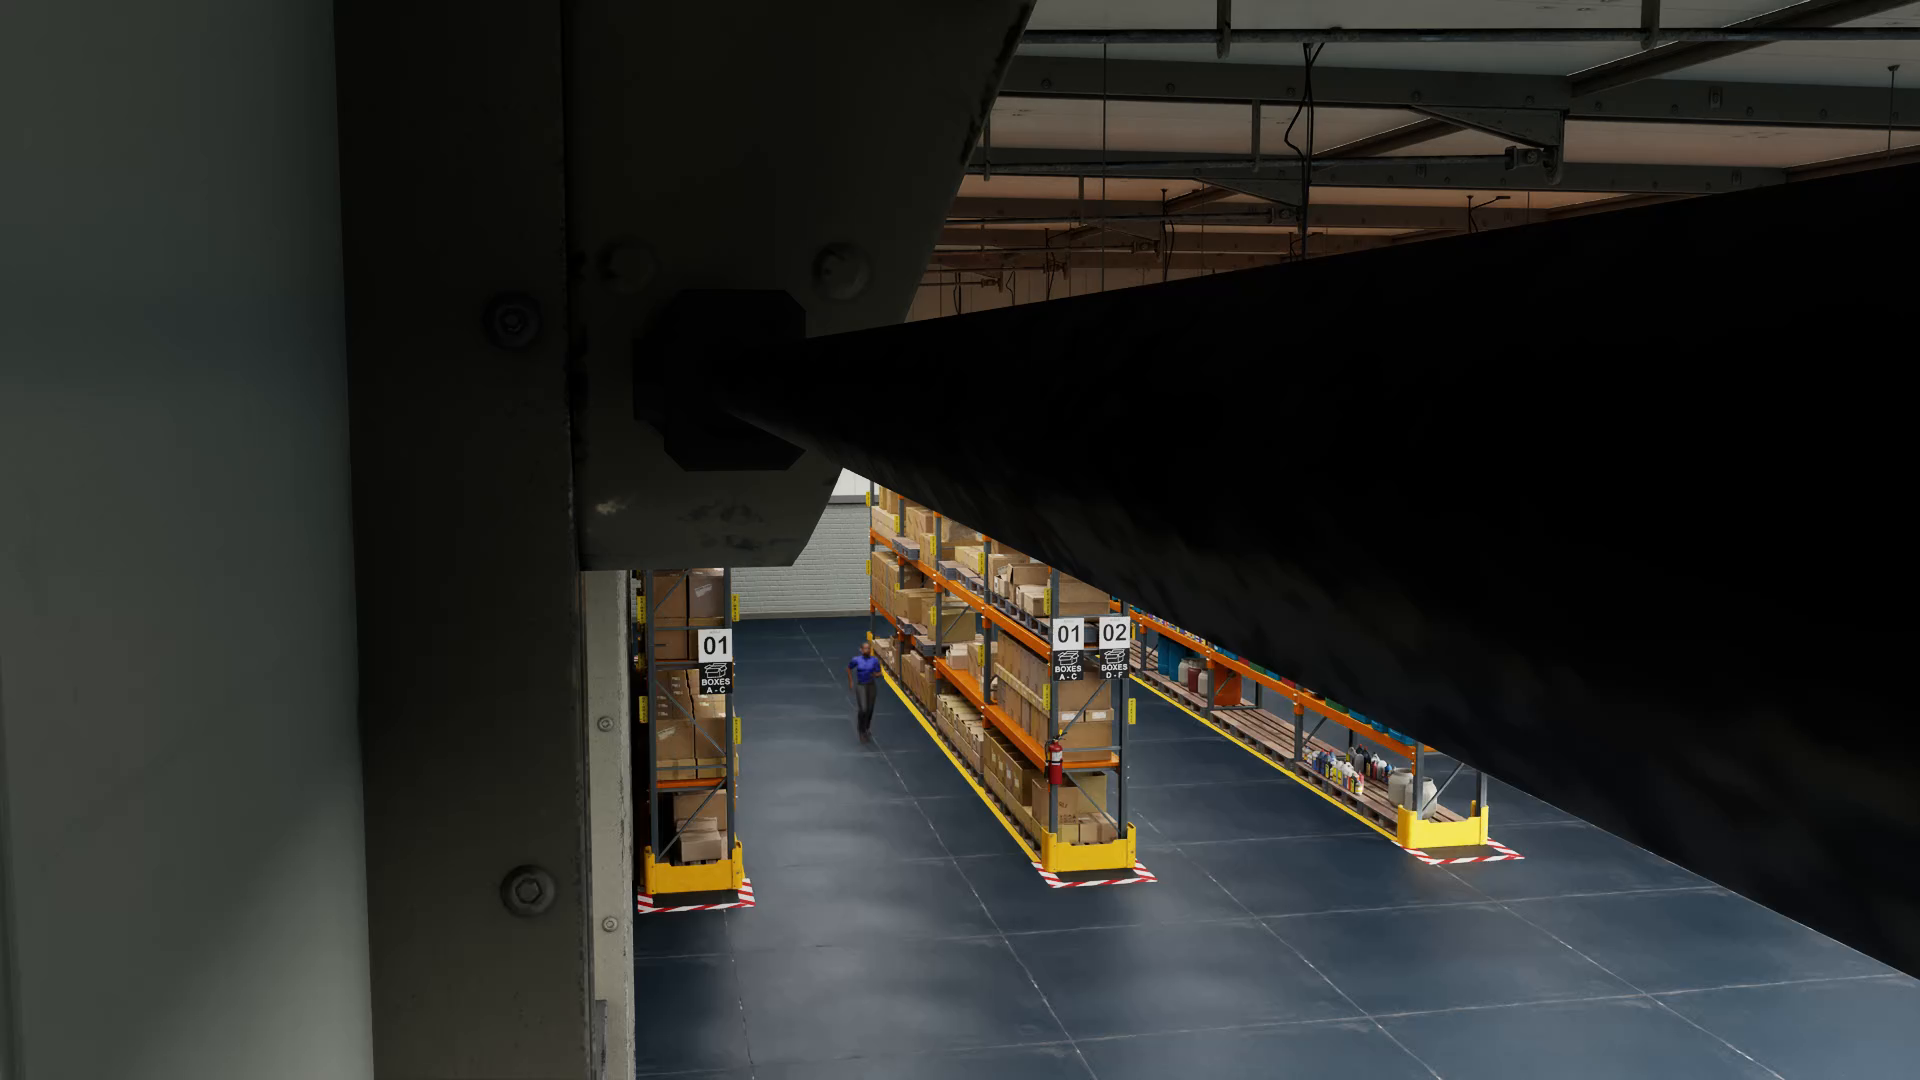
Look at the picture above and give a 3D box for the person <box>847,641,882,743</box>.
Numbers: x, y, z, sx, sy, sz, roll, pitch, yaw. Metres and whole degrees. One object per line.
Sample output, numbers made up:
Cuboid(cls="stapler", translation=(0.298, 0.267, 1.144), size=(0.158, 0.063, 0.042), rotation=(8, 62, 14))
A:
Cuboid(cls="person", translation=(-1.599, 2.573, 28.189), size=(0.541, 1.716, 0.746), rotation=(-2, 6, -18))
